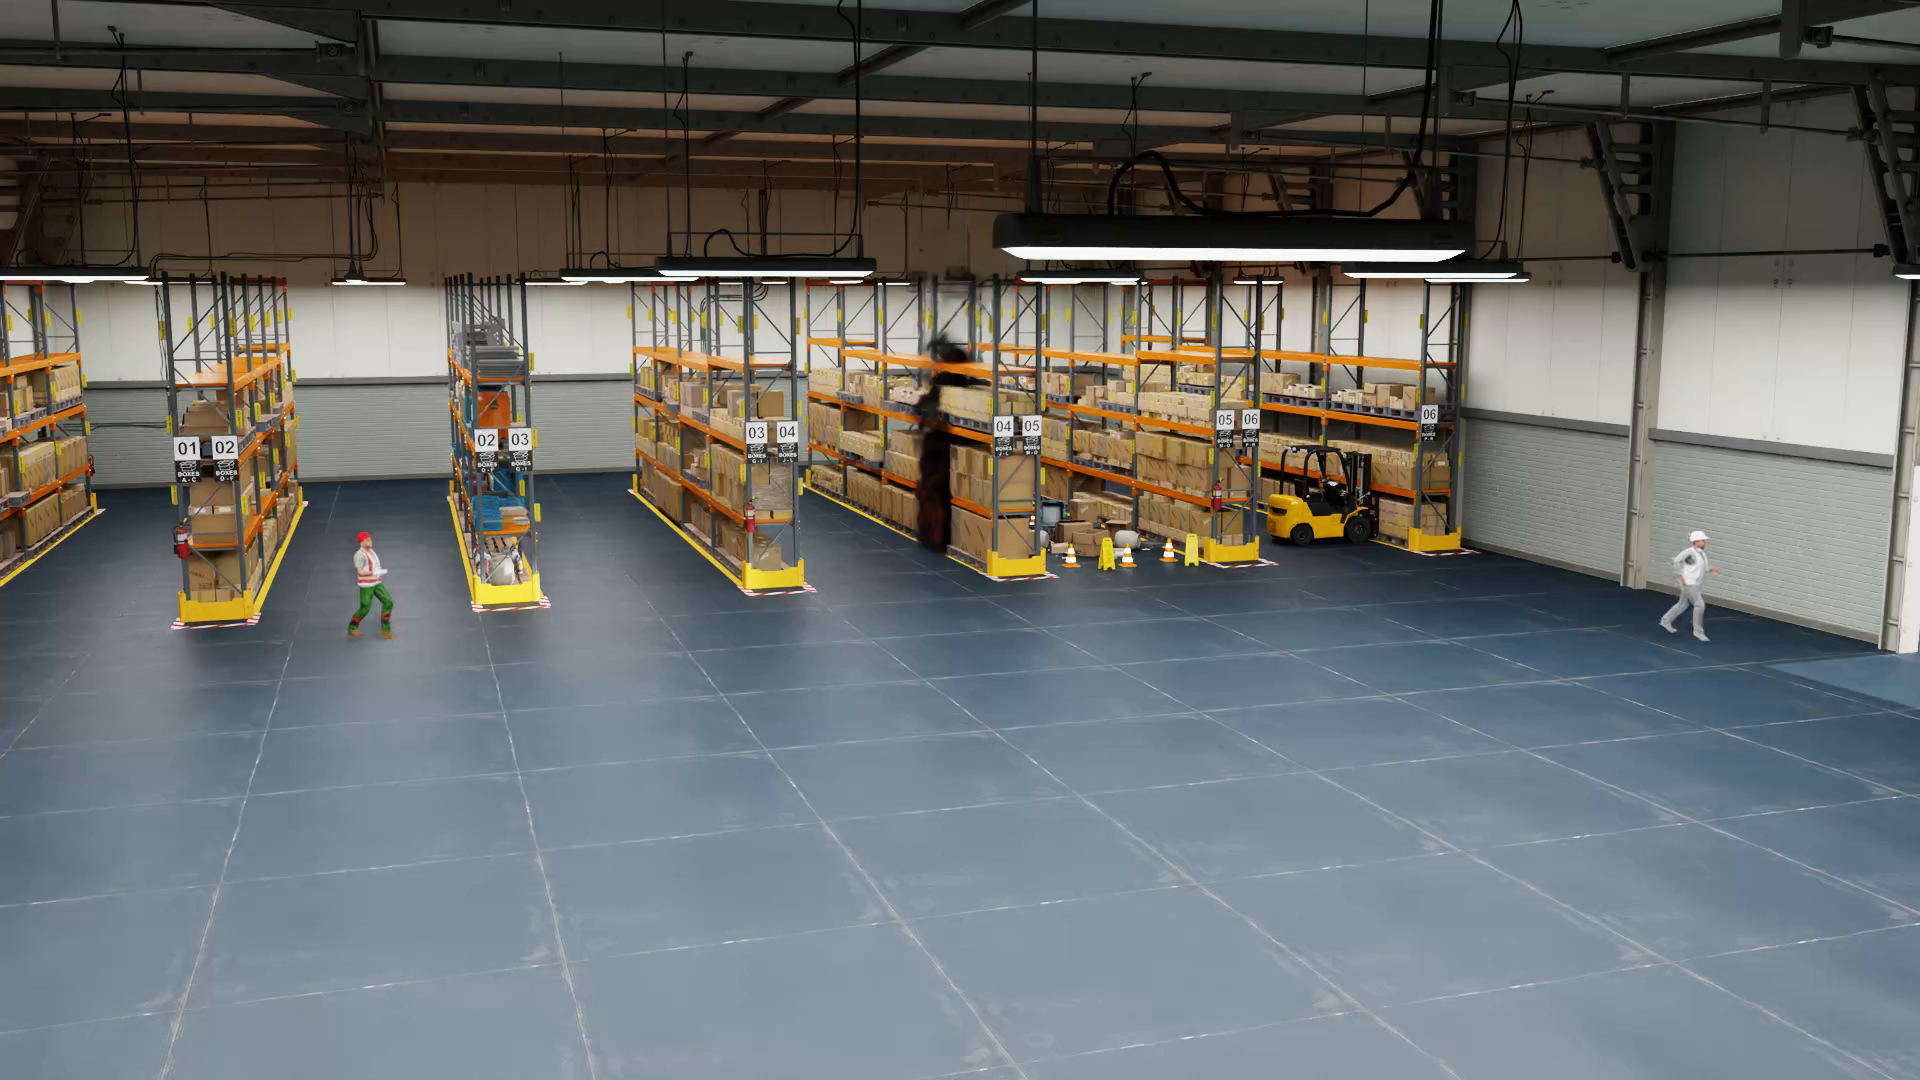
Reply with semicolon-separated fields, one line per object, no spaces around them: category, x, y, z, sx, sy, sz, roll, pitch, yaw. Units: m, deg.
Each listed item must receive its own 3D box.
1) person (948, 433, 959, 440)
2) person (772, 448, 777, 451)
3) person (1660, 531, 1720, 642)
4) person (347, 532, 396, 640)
person;-0.217;-2.832;51.214;0.582;1.673;0.687;-1;9;-7
person;-5.572;-2.327;47.745;0.678;1.608;0.990;0;9;2
person;12.018;0.740;27.383;0.896;1.815;0.590;7;11;39
person;-9.668;0.764;27.237;0.783;1.820;0.669;2;9;13
